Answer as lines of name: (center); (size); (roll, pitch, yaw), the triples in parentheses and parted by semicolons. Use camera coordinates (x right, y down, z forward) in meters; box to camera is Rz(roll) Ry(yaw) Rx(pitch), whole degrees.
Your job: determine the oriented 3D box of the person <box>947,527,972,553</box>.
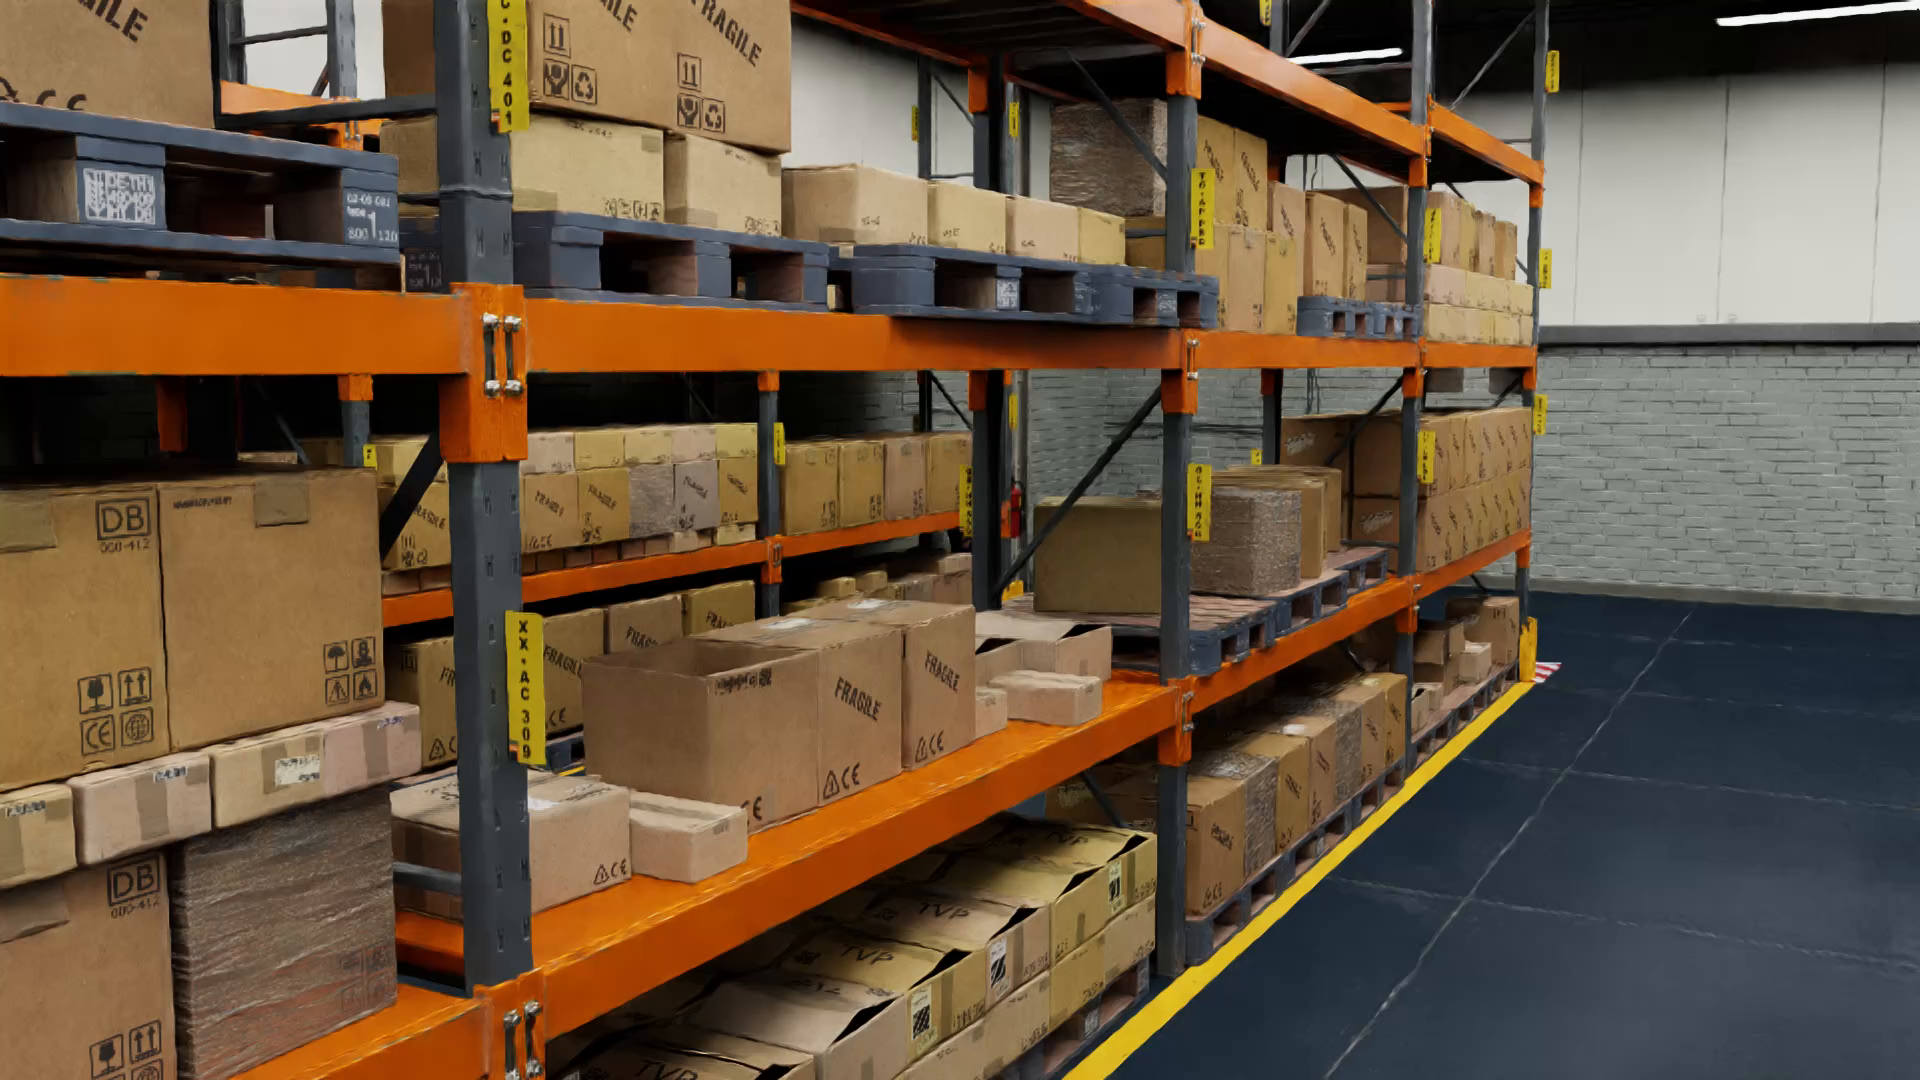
person: (0.058, -0.071, 17.963); (0.382, 1.649, 0.556); (0, 6, 4)
